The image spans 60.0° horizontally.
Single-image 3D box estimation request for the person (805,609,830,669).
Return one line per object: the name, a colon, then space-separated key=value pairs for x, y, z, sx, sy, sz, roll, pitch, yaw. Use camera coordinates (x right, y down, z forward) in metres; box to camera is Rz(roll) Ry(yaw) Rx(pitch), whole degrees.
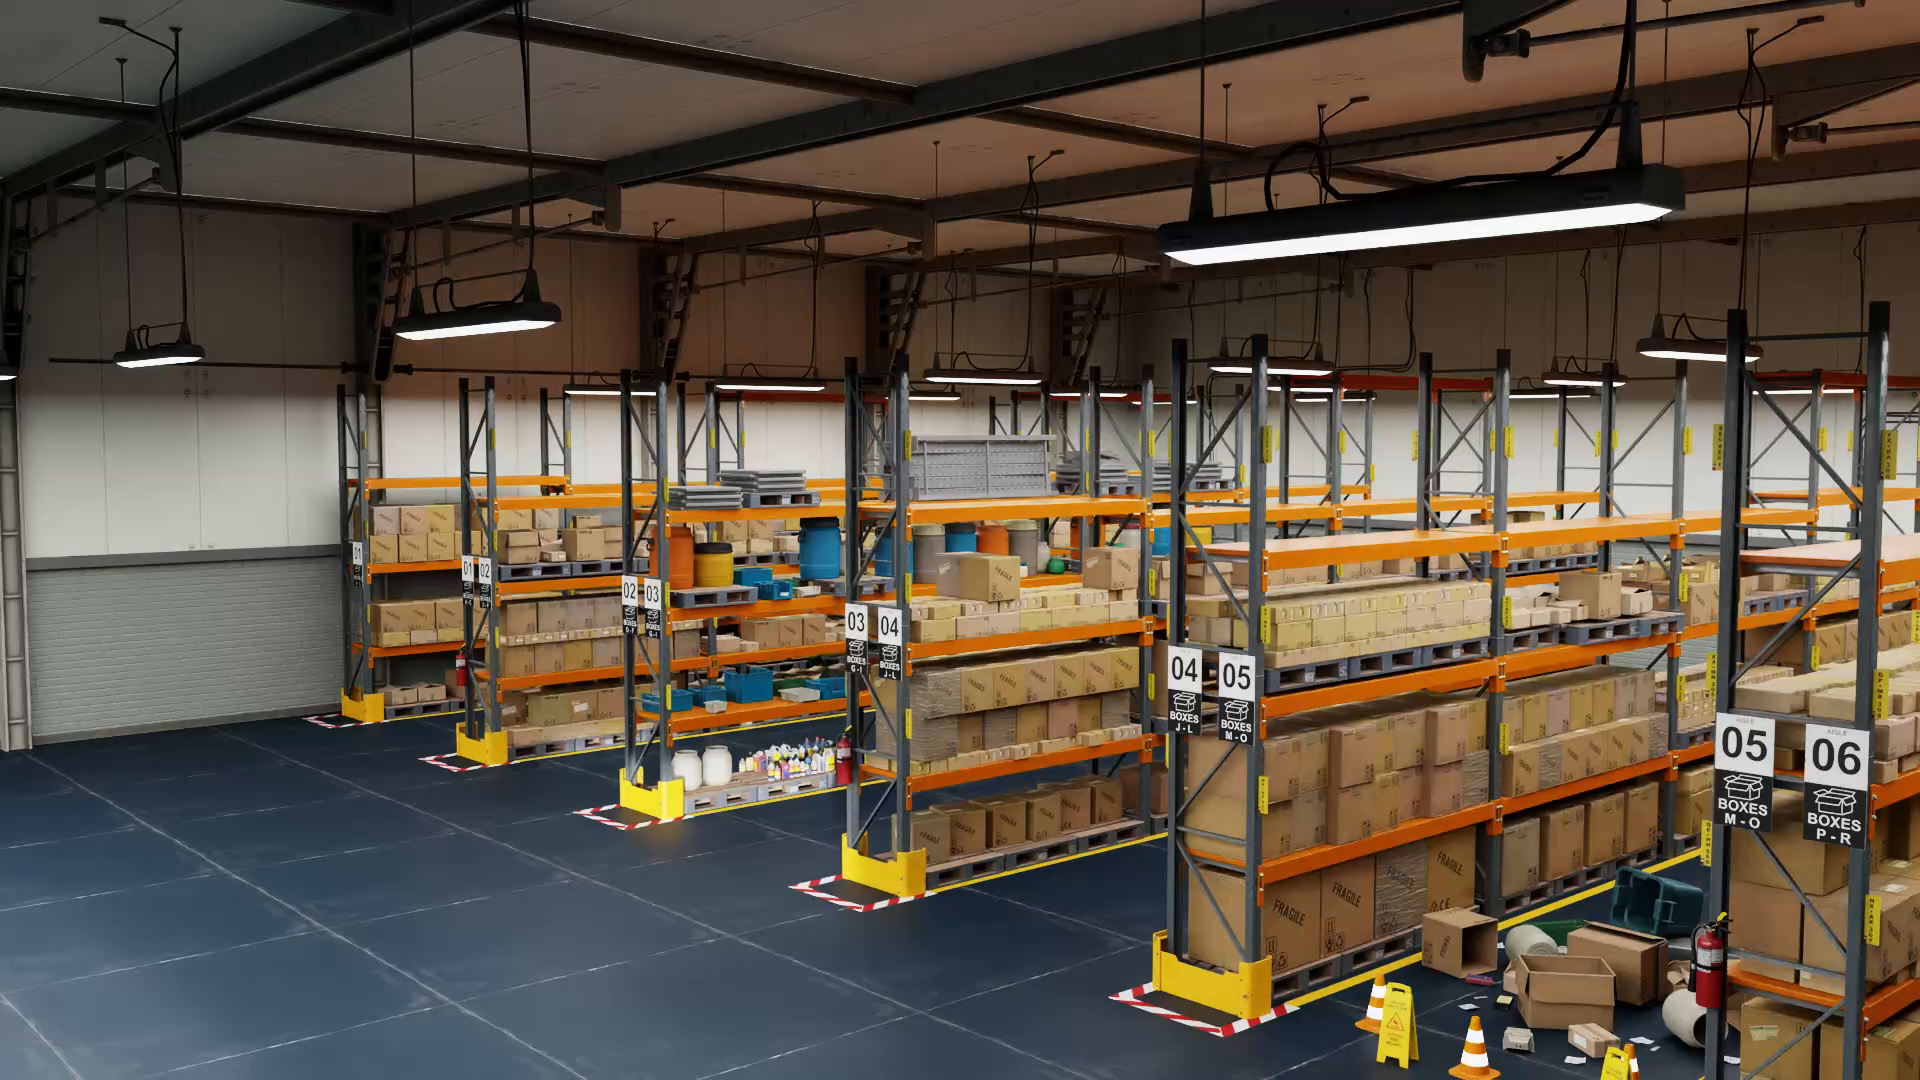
person: x=-2.892 y=2.084 z=33.511 sx=0.687 sy=1.756 sz=0.997 roll=3 pitch=5 yaw=39
